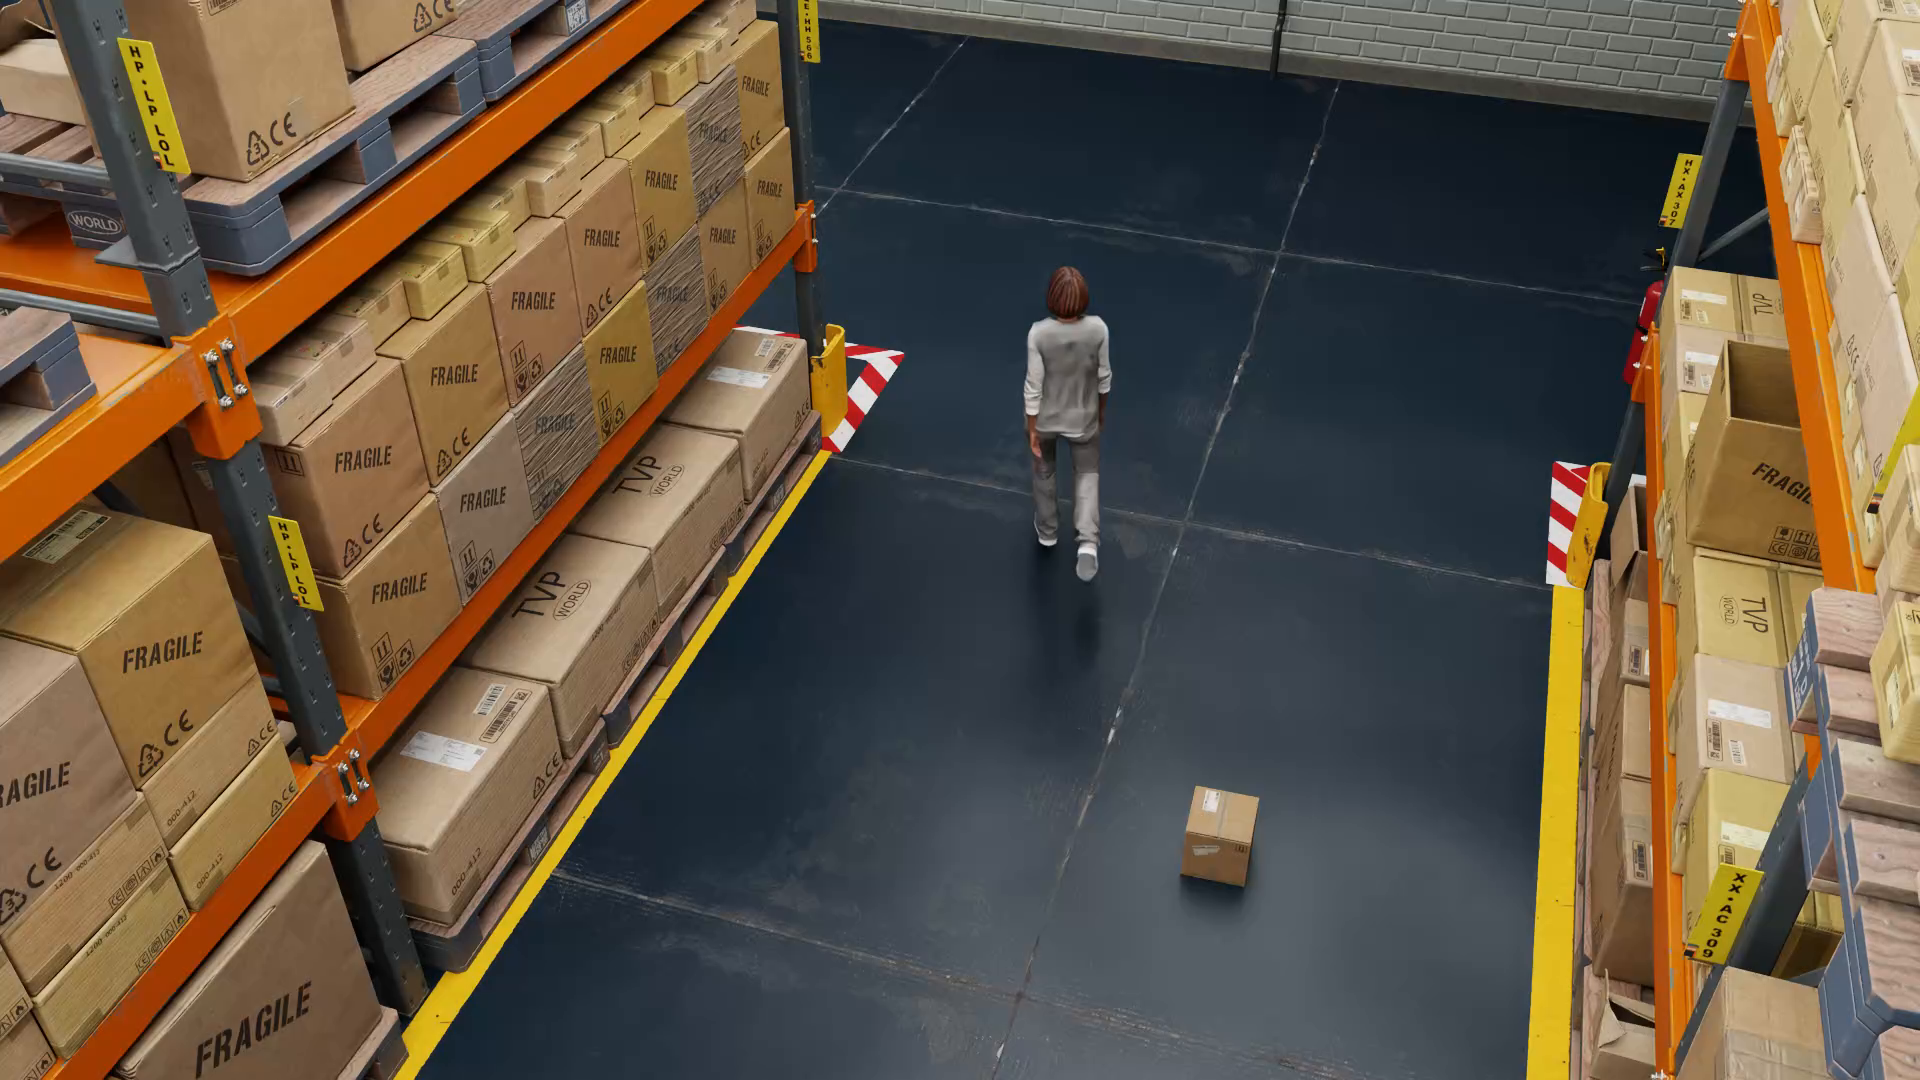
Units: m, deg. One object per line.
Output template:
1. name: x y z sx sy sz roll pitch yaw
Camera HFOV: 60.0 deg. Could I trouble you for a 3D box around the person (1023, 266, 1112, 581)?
1. person: 0.483 -0.525 7.562 0.400 1.570 0.717 -1 38 -1
